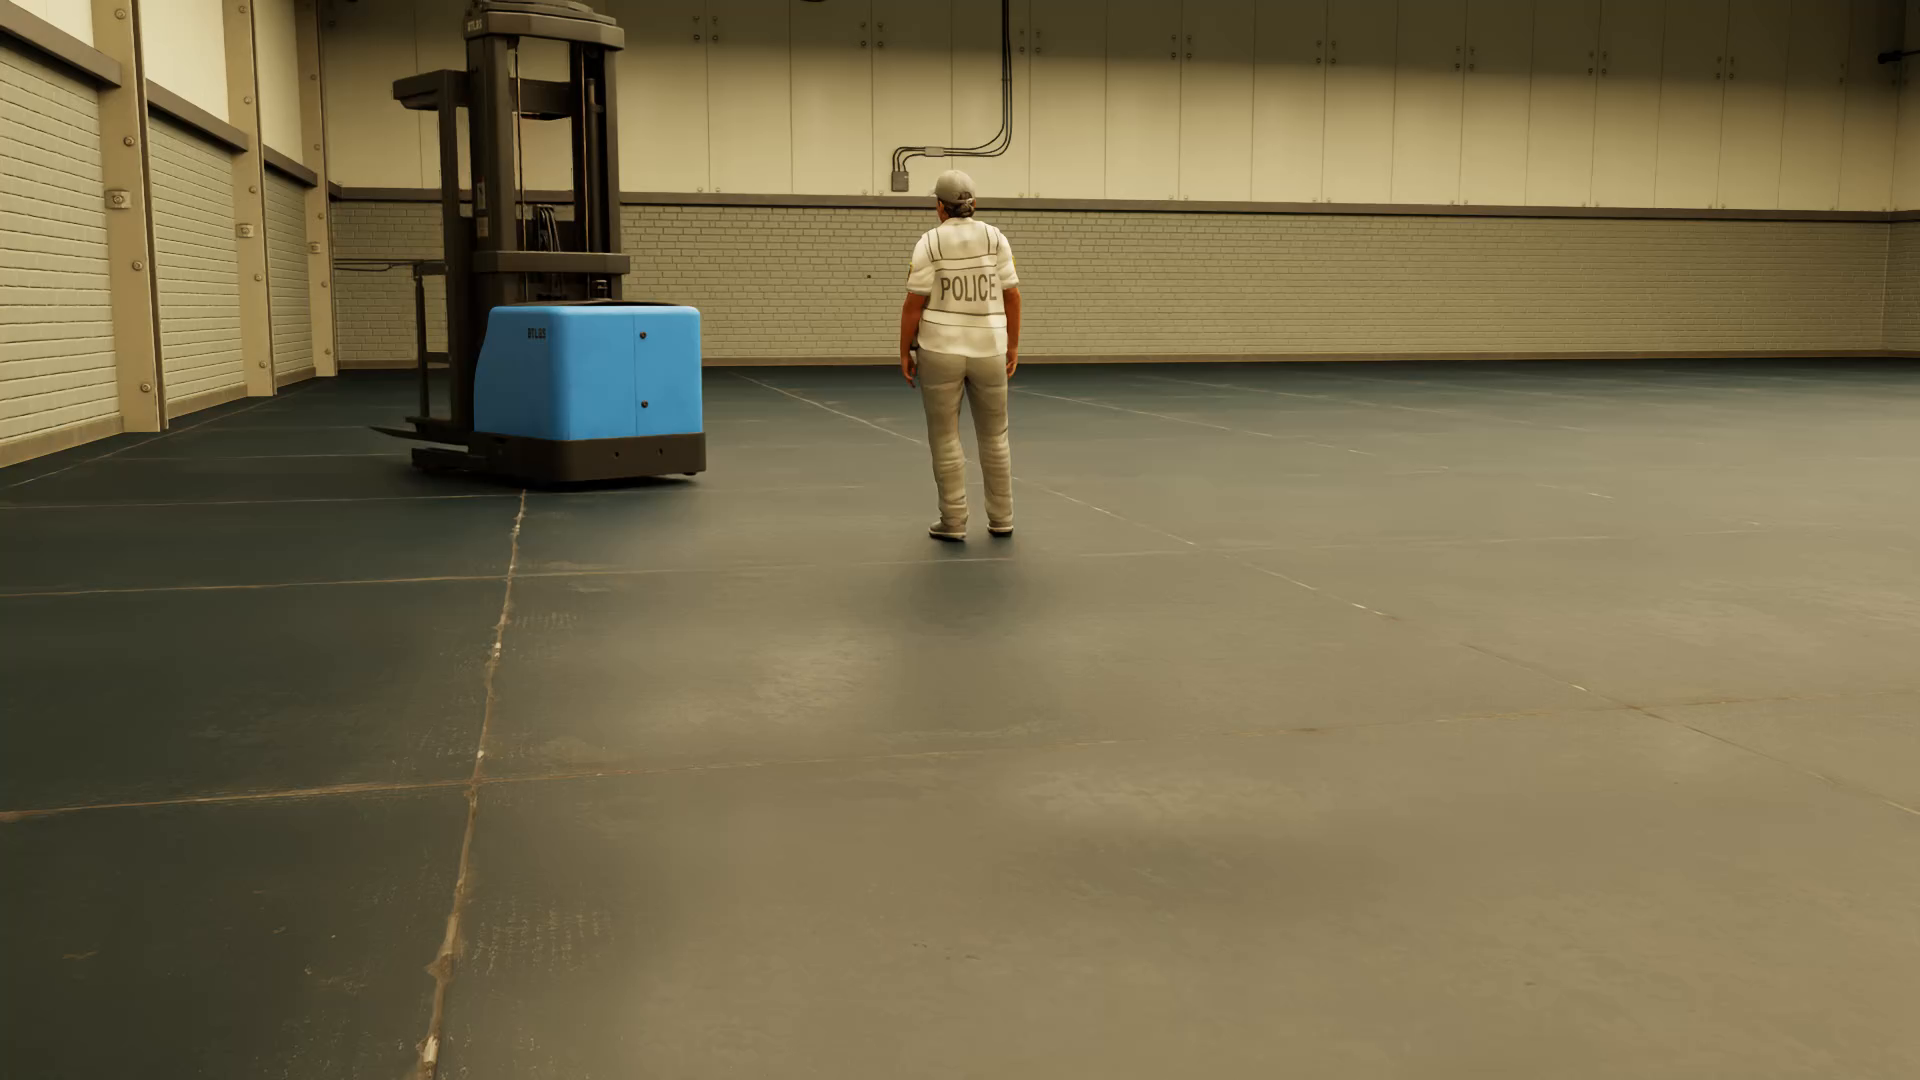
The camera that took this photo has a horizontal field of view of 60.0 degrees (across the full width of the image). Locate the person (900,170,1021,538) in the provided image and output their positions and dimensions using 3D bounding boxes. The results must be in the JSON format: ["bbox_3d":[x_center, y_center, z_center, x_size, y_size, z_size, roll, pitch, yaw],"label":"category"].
[{"bbox_3d":[0.004,-0.844,7.669,0.599,1.670,0.529,-2,8,-13],"label":"person"}]

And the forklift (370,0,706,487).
[{"bbox_3d":[-2.928,-1.911,10.781,1.130,2.935,3.031,-7,11,-42],"label":"forklift"}]
